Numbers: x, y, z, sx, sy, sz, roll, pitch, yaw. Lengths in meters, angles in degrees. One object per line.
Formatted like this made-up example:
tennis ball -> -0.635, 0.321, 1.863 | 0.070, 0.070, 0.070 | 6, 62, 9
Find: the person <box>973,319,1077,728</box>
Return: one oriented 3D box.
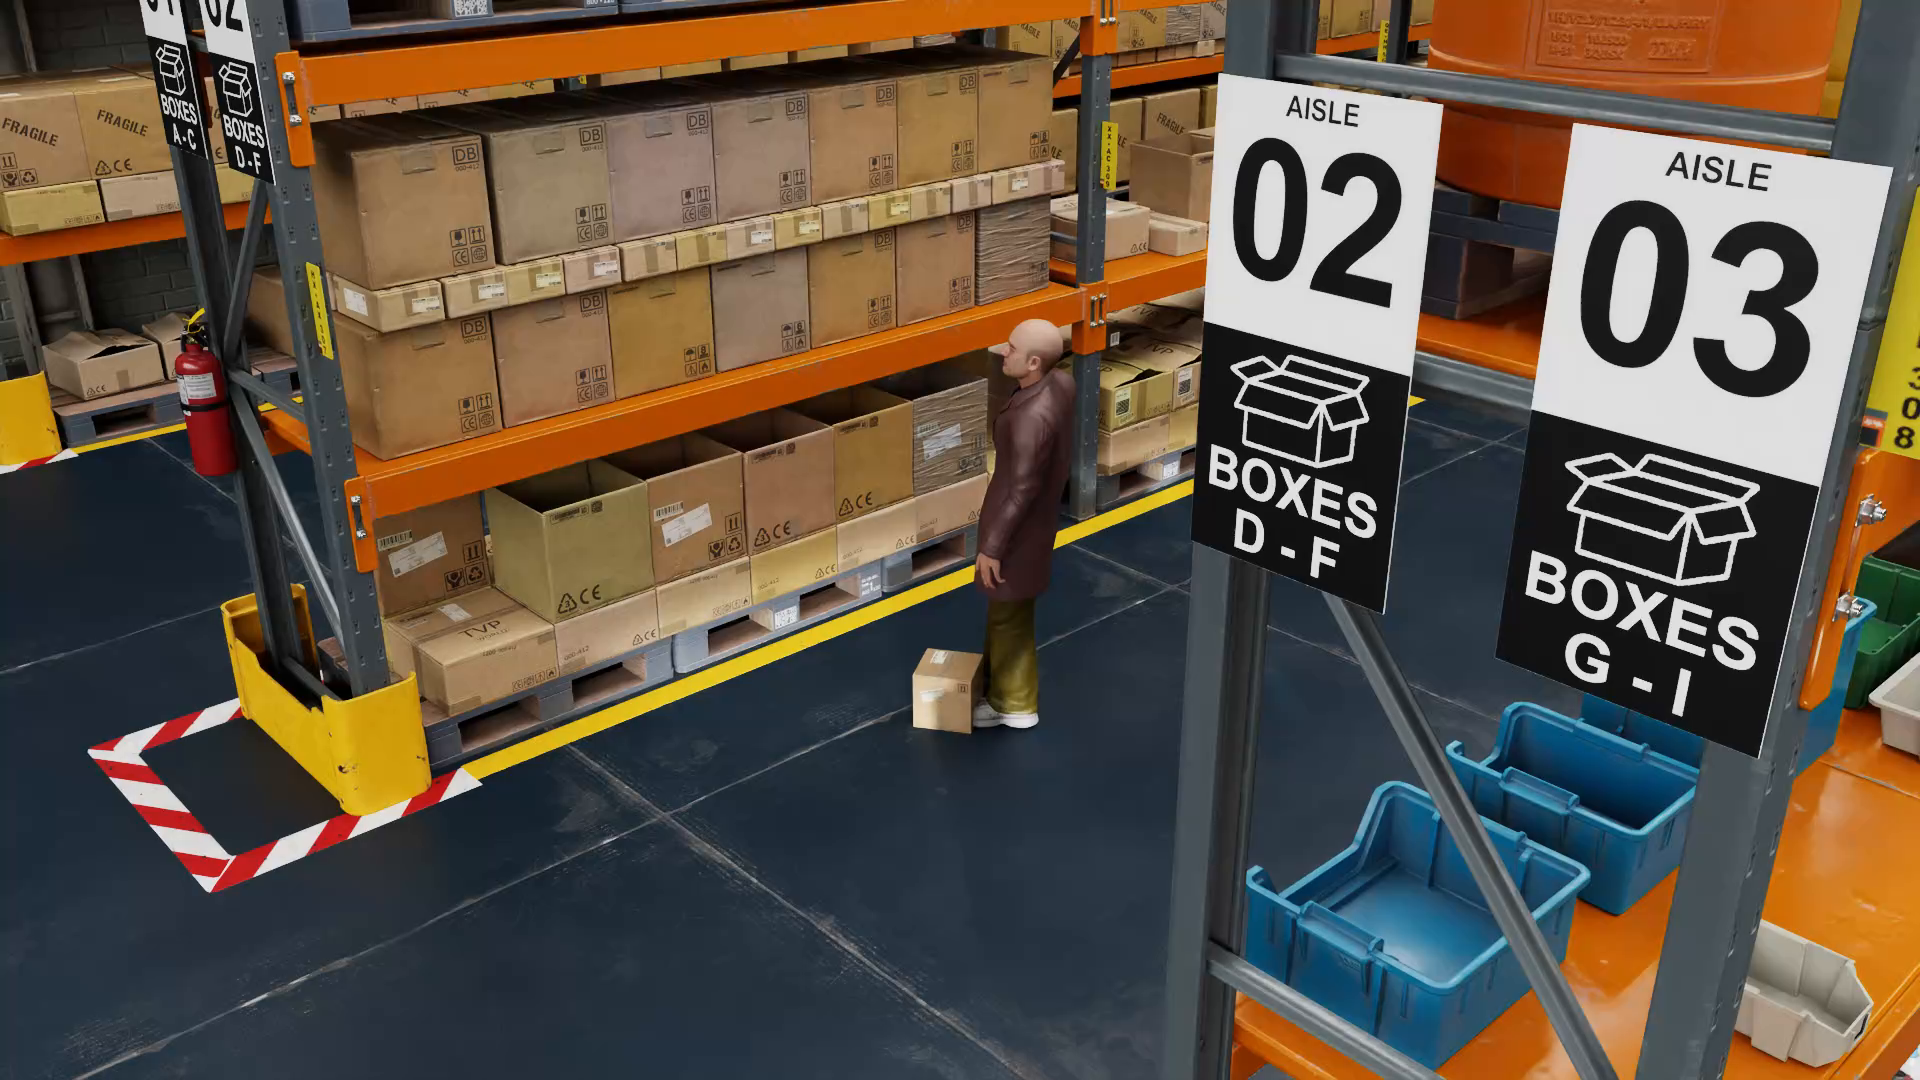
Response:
person -> 0.144, -0.054, 6.721 | 0.580, 1.777, 0.695 | 6, 25, 14
